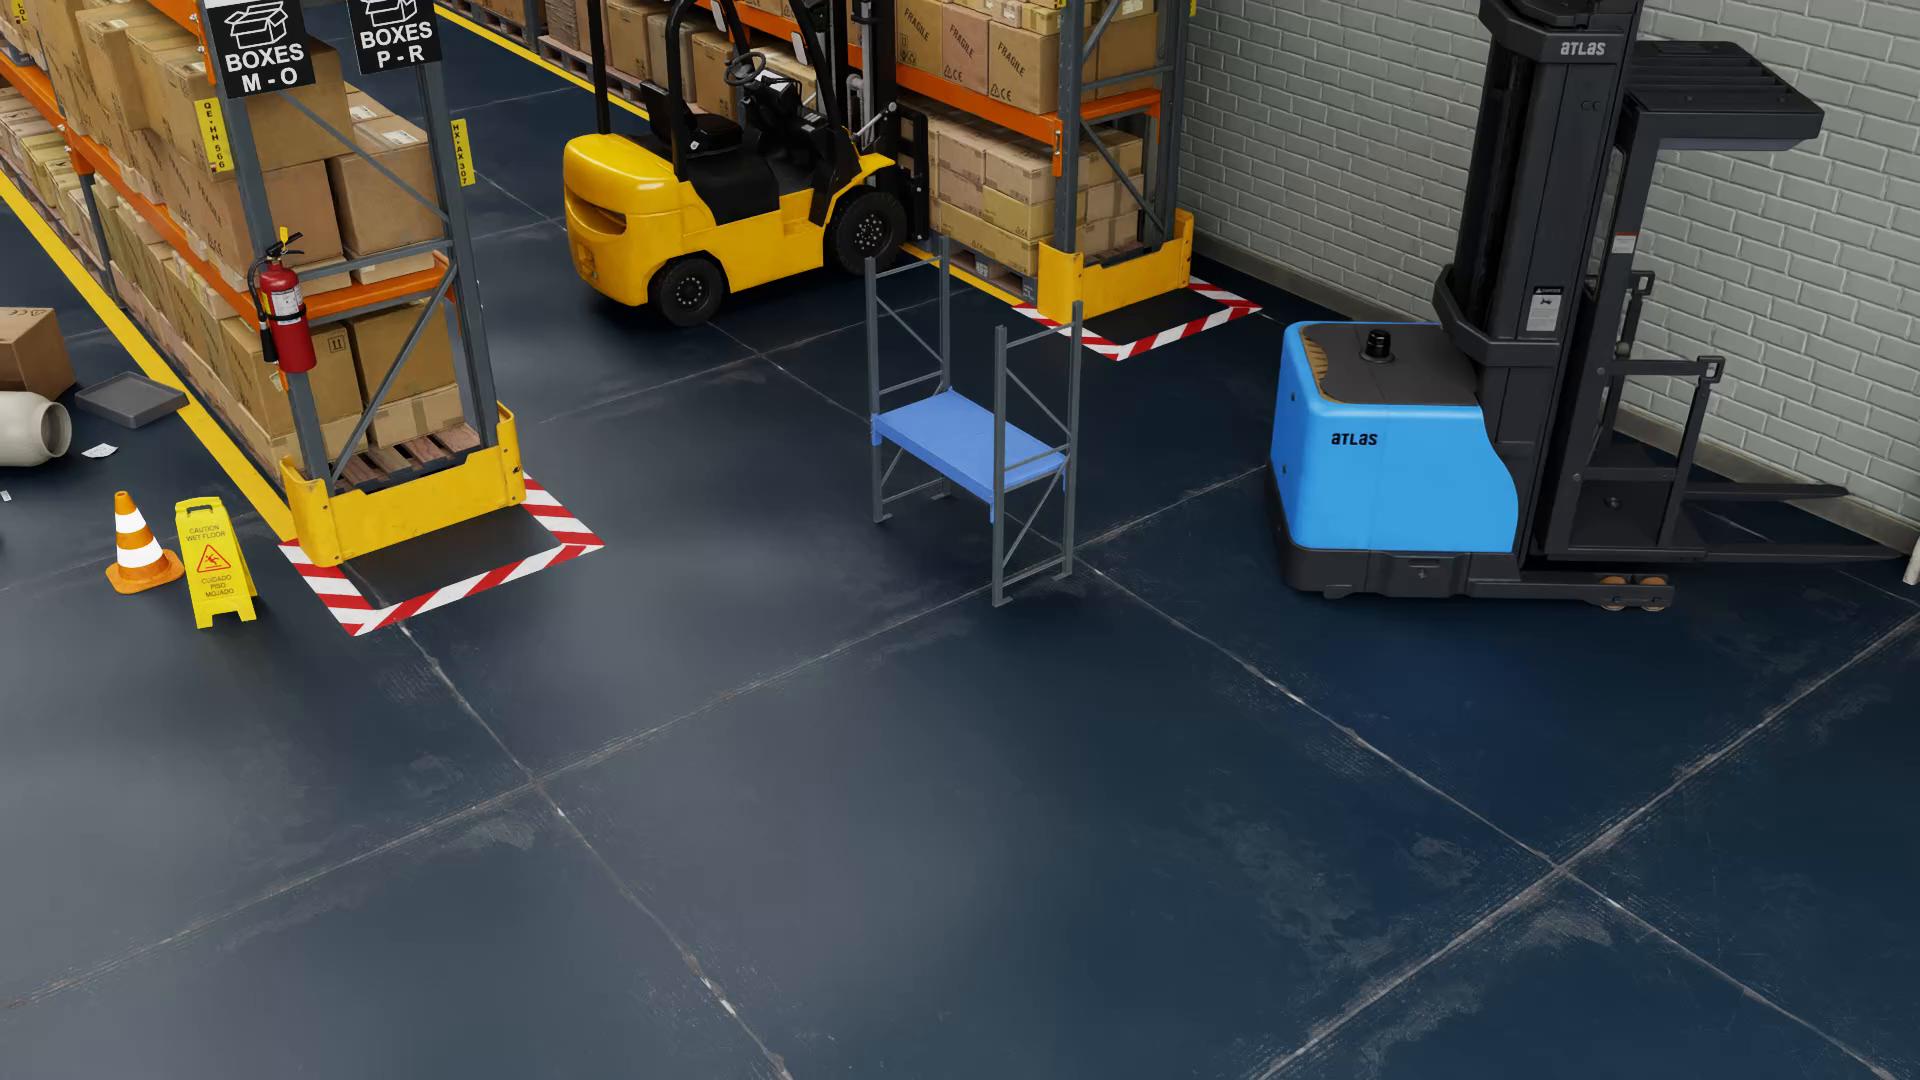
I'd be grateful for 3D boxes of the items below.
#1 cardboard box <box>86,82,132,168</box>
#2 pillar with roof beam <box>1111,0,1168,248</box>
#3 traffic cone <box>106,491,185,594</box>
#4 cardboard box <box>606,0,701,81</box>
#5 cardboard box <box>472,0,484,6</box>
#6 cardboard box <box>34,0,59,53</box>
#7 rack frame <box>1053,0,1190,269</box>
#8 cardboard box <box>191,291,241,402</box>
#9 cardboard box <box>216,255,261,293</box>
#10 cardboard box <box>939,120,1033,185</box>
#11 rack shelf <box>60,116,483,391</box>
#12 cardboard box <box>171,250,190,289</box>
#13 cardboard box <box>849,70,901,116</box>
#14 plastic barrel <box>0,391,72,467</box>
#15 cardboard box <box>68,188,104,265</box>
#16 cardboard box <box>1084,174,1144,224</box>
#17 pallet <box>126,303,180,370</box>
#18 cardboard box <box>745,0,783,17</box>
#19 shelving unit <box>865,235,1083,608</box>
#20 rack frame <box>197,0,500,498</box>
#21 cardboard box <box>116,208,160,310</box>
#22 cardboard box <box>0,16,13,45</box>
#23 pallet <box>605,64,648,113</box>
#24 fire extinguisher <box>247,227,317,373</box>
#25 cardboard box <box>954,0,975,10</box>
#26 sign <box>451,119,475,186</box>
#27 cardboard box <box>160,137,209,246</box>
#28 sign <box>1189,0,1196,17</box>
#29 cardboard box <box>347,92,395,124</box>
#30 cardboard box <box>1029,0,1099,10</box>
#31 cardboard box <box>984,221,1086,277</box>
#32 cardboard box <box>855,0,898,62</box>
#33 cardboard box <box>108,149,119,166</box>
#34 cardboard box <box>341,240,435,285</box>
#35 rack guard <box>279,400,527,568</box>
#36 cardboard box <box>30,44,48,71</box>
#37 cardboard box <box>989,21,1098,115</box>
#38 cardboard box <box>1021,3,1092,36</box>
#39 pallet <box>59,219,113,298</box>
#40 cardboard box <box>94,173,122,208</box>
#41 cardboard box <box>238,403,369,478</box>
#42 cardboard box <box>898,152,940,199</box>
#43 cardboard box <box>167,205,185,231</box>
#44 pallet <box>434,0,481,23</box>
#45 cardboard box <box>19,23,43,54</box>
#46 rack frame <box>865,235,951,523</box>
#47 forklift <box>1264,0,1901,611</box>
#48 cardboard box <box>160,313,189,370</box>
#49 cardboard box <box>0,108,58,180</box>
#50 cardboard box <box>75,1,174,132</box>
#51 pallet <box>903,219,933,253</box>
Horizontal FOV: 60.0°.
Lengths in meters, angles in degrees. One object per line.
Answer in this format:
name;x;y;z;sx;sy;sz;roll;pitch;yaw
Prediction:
cardboard box;-4.651;-2.495;9.548;0.500;0.500;0.500;-23;38;-32
pillar with roof beam;-2.069;-4.693;7.777;9.100;9.000;0.400;-22;38;-31
traffic cone;-4.154;-0.032;8.363;0.336;0.463;0.334;-22;38;-31
cardboard box;-2.667;-4.644;15.238;0.875;0.625;0.625;-24;39;-33
cardboard box;-4.909;-5.942;17.445;0.500;0.500;0.500;-20;37;-29
cardboard box;-4.930;-3.135;9.630;0.700;0.500;0.500;-22;38;-31
rack frame;1.047;-2.955;10.665;1.000;3.000;0.127;-22;38;-31
cardboard box;-3.892;-1.143;9.244;0.500;0.500;0.500;-21;37;-30
cardboard box;-3.513;-1.397;8.395;0.380;0.149;0.250;-23;38;-32
cardboard box;0.200;-2.692;11.502;0.500;0.250;0.500;-22;38;-31
rack shelf;-4.098;-1.876;9.609;1.077;0.370;4.000;-22;38;-31
cardboard box;-4.159;-1.549;9.284;0.380;0.149;0.250;-21;37;-29
cardboard box;-0.737;-3.334;12.536;0.500;0.250;0.500;-21;37;-30
plastic barrel;-5.334;-0.624;9.354;0.512;0.421;0.421;1;32;2
cardboard box;-5.648;-2.295;11.694;0.950;0.372;0.625;-22;38;-31
cardboard box;0.923;-2.441;11.572;0.500;0.250;0.500;-21;38;-31
pallet;-4.885;-1.562;11.065;1.003;0.211;1.213;-22;38;-31
cardboard box;-1.340;-4.395;12.889;0.500;0.500;0.500;-23;39;-33
shelving unit;0.052;-0.602;8.297;0.538;1.500;1.048;-22;38;-31
rack frame;-2.872;-1.348;8.077;1.000;3.000;0.127;-22;38;-31
cardboard box;-4.838;-1.791;10.288;0.500;0.500;0.500;-21;37;-30
cardboard box;-6.351;-3.528;11.428;0.380;0.149;0.250;-22;38;-31
pallet;-2.641;-4.241;15.378;1.003;0.211;1.213;-22;38;-31
fire extinguisher;-3.165;-1.118;7.781;0.296;0.674;0.183;-22;38;-31
cardboard box;0.179;-3.659;11.089;0.380;0.149;0.250;-23;38;-32
sign;-2.443;-1.891;8.131;0.100;0.325;0.005;-22;38;-31
cardboard box;-3.725;-1.864;8.531;0.500;0.500;0.500;-22;38;-31
sign;1.489;-3.534;10.701;0.100;0.325;0.005;-22;38;-31
cardboard box;-3.263;-2.019;8.781;0.500;0.500;0.500;-21;38;-30
cardboard box;0.661;-3.481;10.520;0.380;0.149;0.250;-22;38;-31
cardboard box;0.509;-2.059;11.431;0.500;0.250;0.500;-22;38;-31
cardboard box;-0.404;-3.757;11.861;0.500;0.500;0.500;-22;38;-31
cardboard box;-4.878;-2.369;9.960;0.380;0.149;0.250;-21;38;-30
cardboard box;-2.916;-1.450;8.479;0.380;0.149;0.250;-22;38;-31
rack guard;-2.918;-0.318;8.788;1.175;0.500;0.348;-22;38;-31
cardboard box;-5.858;-3.212;10.918;0.380;0.149;0.250;-22;38;-31
cardboard box;0.538;-3.118;10.832;0.500;0.500;0.500;-23;39;-32
cardboard box;0.613;-3.327;10.554;0.380;0.149;0.250;-22;38;-31
pallet;-5.803;-2.154;12.019;1.003;0.211;1.213;-22;38;-31
cardboard box;-5.147;-2.215;10.355;0.380;0.149;0.250;-22;38;-31
cardboard box;-3.595;-0.618;9.110;0.500;0.250;0.500;-22;38;-32
cardboard box;-0.131;-2.701;11.989;0.500;0.250;0.500;-23;39;-32
cardboard box;-4.110;-1.838;9.105;0.380;0.149;0.250;-23;38;-32
pallet;-5.031;-5.936;18.108;1.003;0.211;1.213;-22;38;-31
cardboard box;-5.789;-3.480;10.736;0.500;0.500;0.500;-23;39;-32
rack frame;-0.259;-0.813;8.638;0.500;1.500;0.032;-22;38;-31
forklift;3.145;-1.181;7.874;3.031;2.935;1.130;1;32;2
cardboard box;-4.512;-1.253;10.132;0.500;0.250;0.500;-23;38;-32
cardboard box;-6.980;-3.200;13.153;0.950;0.372;0.625;-23;39;-32
cardboard box;-4.056;-2.476;8.570;0.700;0.500;0.500;-23;38;-32
pallet;-0.199;-2.584;12.710;1.003;0.211;1.213;-22;38;-31
